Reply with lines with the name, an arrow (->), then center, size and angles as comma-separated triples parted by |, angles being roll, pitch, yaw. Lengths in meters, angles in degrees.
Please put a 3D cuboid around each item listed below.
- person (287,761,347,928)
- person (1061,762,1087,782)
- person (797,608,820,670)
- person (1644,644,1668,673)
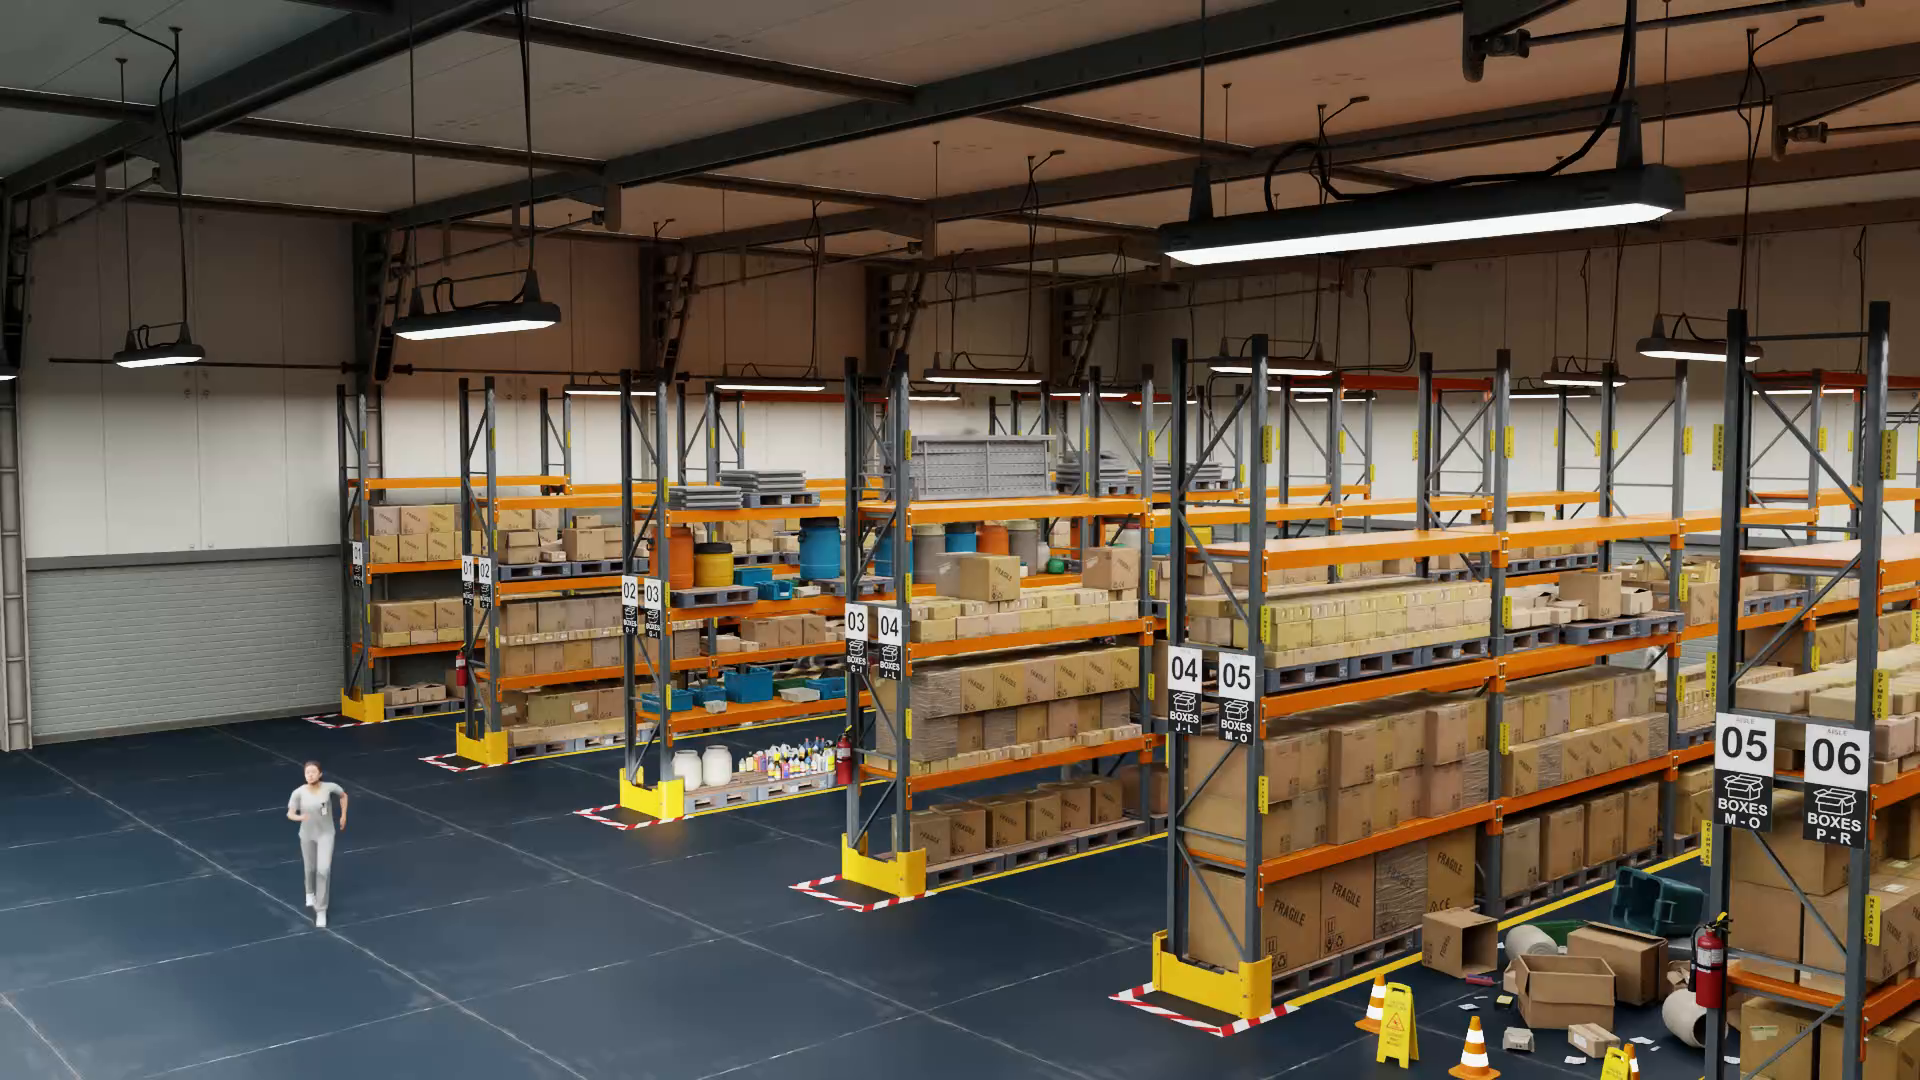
person -> -6.816, 3.170, 17.670 | 0.575, 1.708, 0.902 | -1, 4, -14
person -> 1.561, 2.772, 23.376 | 0.617, 1.673, 0.923 | 4, 5, 44
person -> -2.953, 2.129, 32.954 | 0.699, 1.741, 0.640 | 4, 5, 43
person -> 12.235, 2.411, 28.911 | 0.690, 1.723, 0.528 | 0, 4, -2
